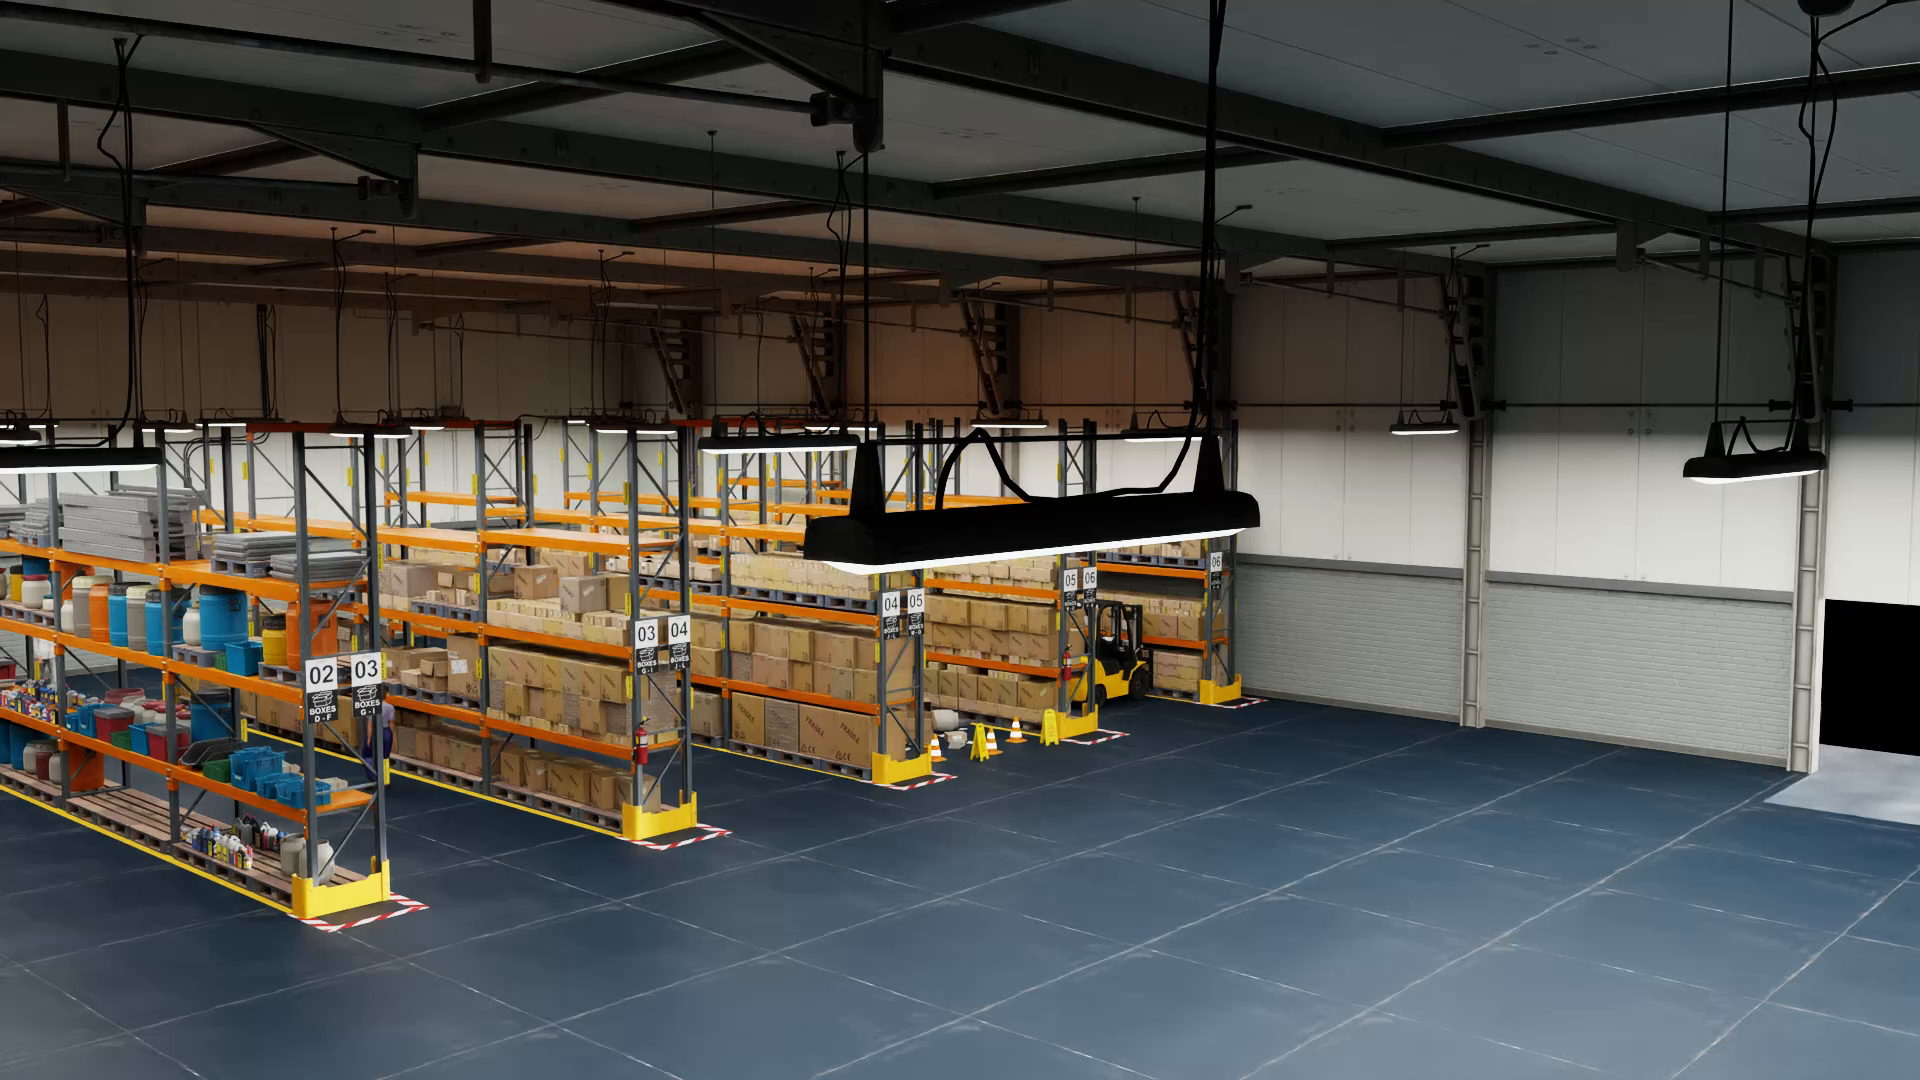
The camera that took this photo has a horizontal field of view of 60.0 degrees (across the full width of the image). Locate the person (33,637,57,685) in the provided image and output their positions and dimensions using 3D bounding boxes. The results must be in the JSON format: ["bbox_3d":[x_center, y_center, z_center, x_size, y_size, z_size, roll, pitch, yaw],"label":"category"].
[{"bbox_3d":[-19.743,2.521,35.913,1.069,1.713,0.533,5,7,45],"label":"person"}]

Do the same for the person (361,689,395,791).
[{"bbox_3d":[-9.569,3.273,27.330,0.398,1.657,0.586,4,6,43],"label":"person"}]
